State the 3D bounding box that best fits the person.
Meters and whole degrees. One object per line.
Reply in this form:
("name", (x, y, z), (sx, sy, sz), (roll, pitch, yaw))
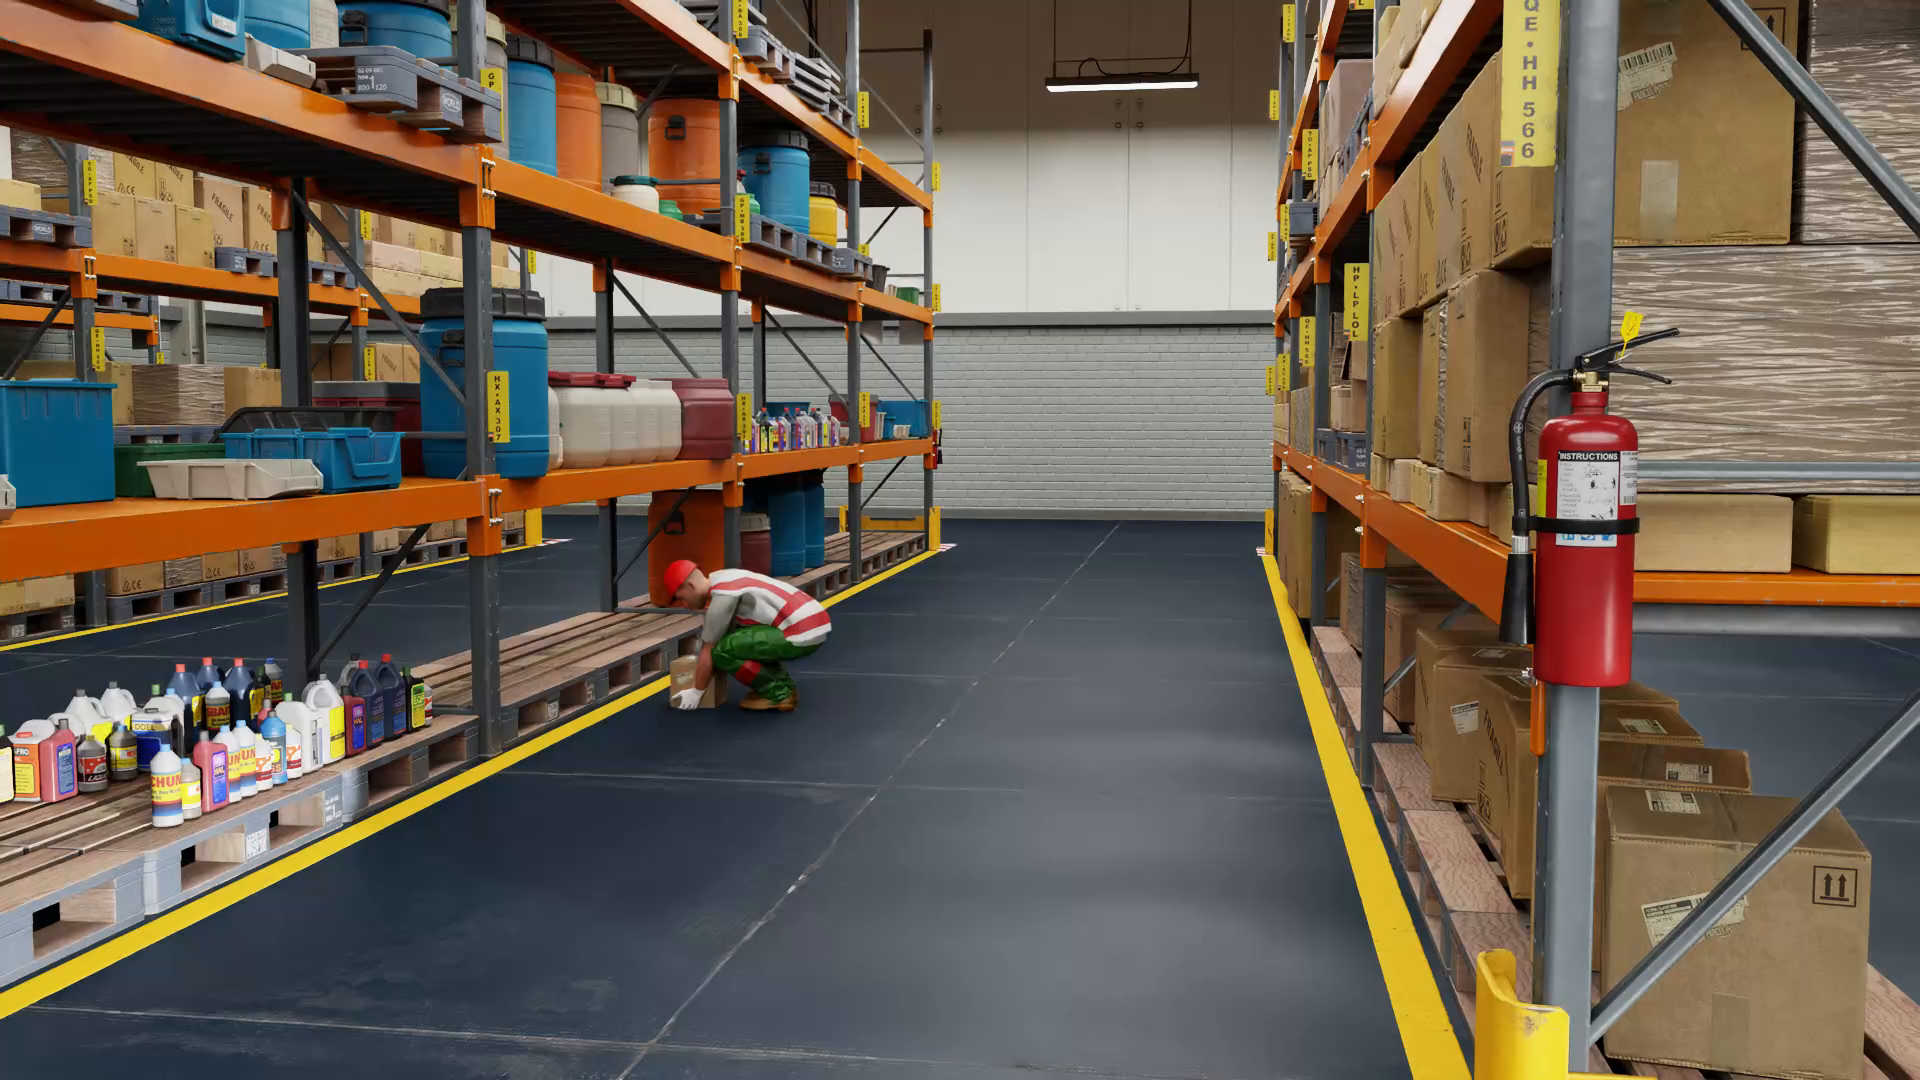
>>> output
("person", (-1.178, 0.544, 9.150), (0.953, 0.797, 0.519), (1, 4, 7))
